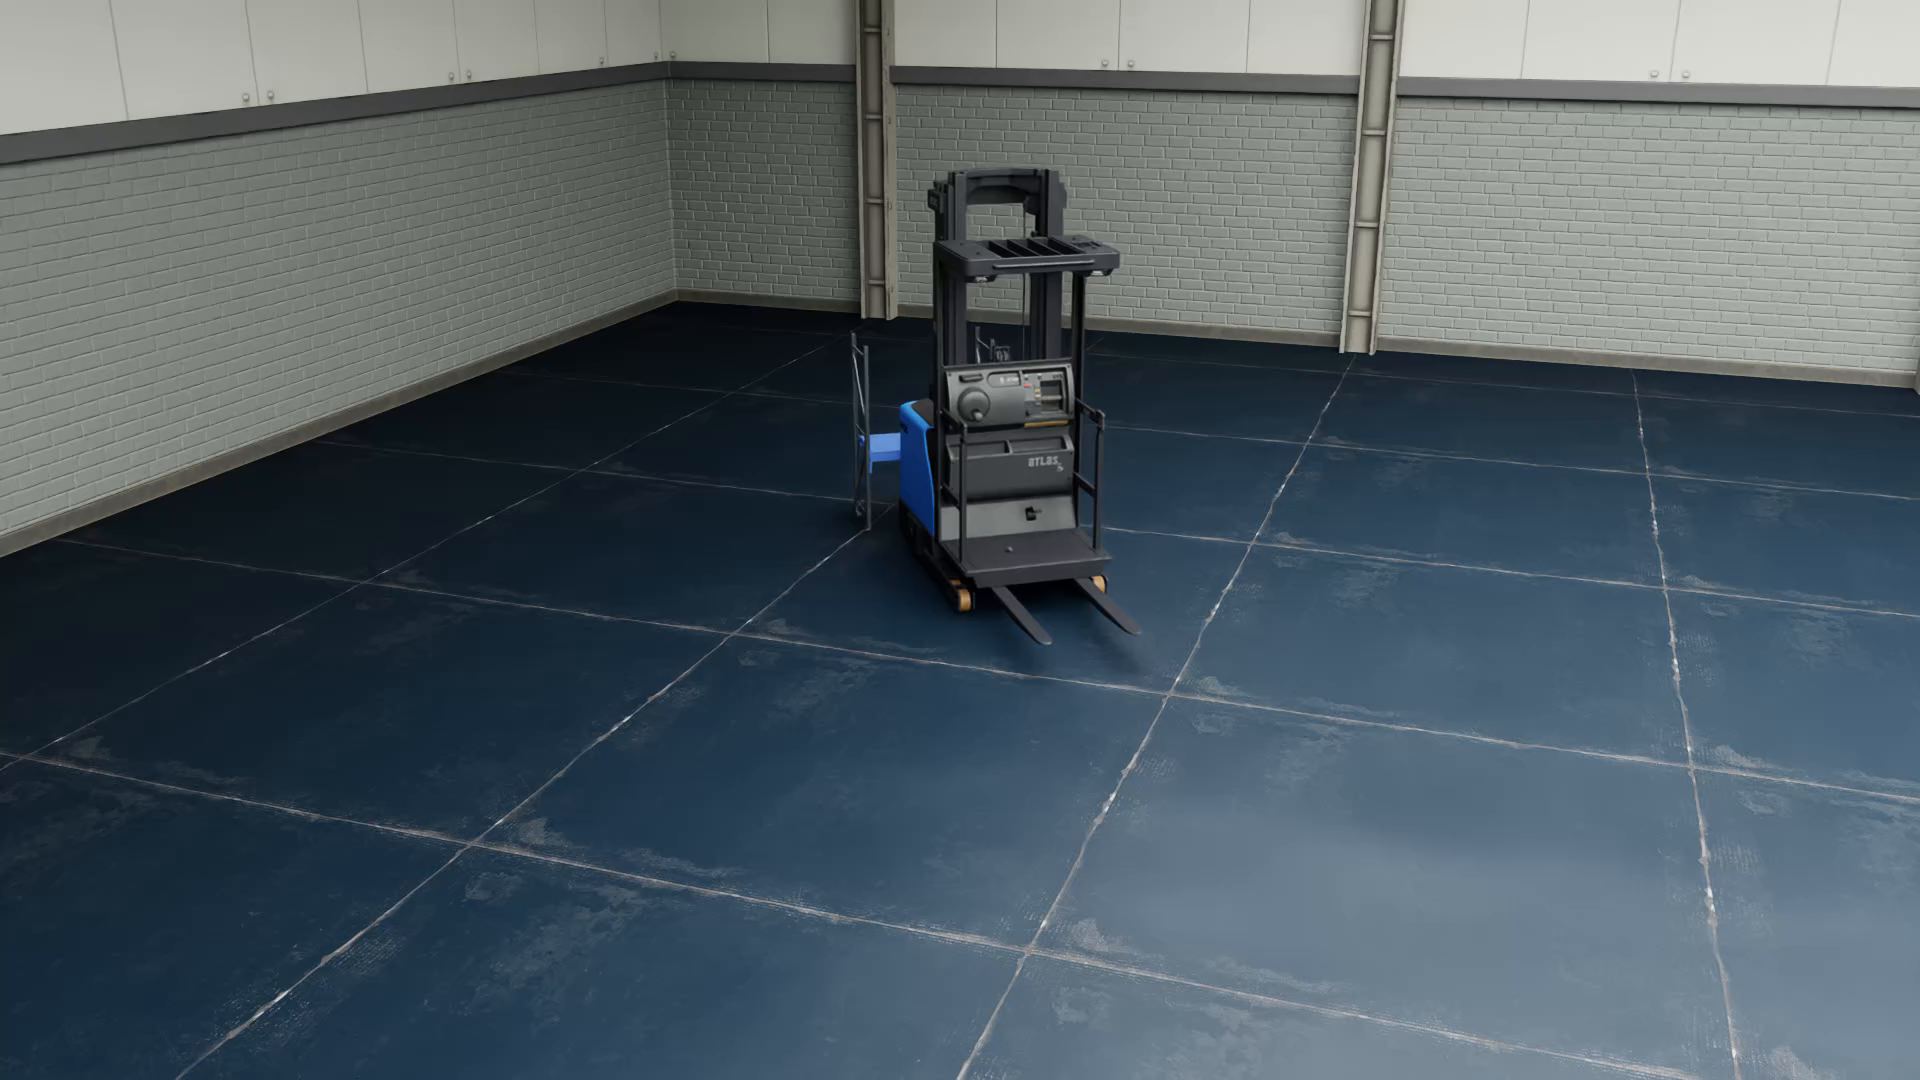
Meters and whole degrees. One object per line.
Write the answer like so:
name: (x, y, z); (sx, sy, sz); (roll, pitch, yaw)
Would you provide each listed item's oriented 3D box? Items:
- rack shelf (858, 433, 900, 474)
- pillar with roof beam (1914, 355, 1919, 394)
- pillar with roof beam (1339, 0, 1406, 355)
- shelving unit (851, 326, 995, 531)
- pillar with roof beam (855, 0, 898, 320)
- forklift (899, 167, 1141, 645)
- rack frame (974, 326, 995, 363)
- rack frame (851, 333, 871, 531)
rack shelf: (-0.298, -0.736, 13.457); (1.000, 0.185, 0.538); (-5, 20, -14)
pillar with roof beam: (8.895, -4.468, 12.223); (0.400, 9.000, 9.100); (7, 20, 18)
pillar with roof beam: (3.228, -5.116, 14.082); (0.400, 9.000, 9.100); (7, 20, 18)
shelving unit: (-0.298, -0.906, 13.397); (1.048, 1.500, 0.538); (-5, 20, -14)
pillar with roof beam: (-2.440, -5.764, 15.941); (0.400, 9.000, 9.100); (7, 20, 18)
forklift: (0.419, -1.023, 11.558); (1.130, 2.935, 3.031); (-5, 20, -15)
rack frame: (0.193, -0.950, 13.523); (0.032, 1.500, 0.500); (-5, 20, -14)
rack frame: (-0.788, -0.862, 13.271); (0.032, 1.500, 0.500); (-5, 20, -14)
